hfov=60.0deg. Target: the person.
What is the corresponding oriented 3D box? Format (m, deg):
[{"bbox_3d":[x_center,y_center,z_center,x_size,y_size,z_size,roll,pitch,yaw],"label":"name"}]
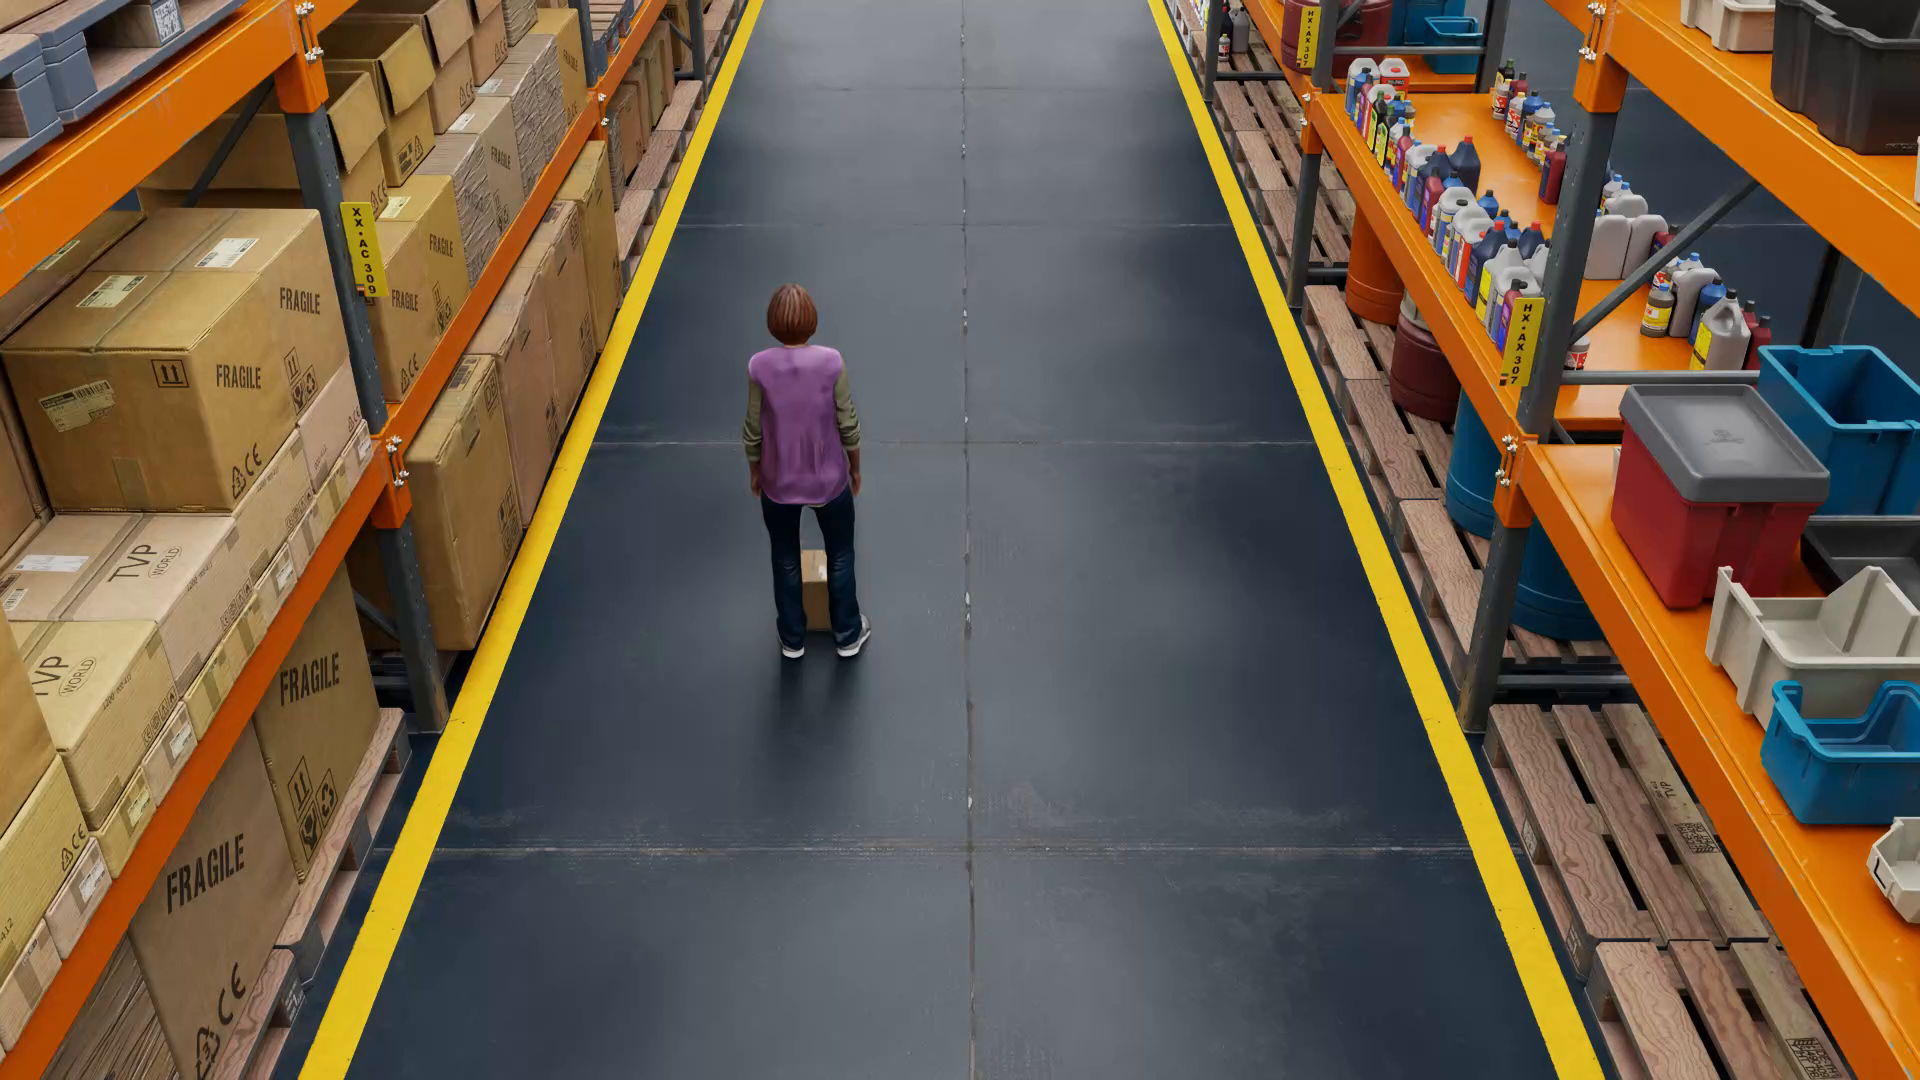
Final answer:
[{"bbox_3d":[-0.605,-0.229,6.513,0.462,1.593,0.341,-1,32,-2],"label":"person"}]
